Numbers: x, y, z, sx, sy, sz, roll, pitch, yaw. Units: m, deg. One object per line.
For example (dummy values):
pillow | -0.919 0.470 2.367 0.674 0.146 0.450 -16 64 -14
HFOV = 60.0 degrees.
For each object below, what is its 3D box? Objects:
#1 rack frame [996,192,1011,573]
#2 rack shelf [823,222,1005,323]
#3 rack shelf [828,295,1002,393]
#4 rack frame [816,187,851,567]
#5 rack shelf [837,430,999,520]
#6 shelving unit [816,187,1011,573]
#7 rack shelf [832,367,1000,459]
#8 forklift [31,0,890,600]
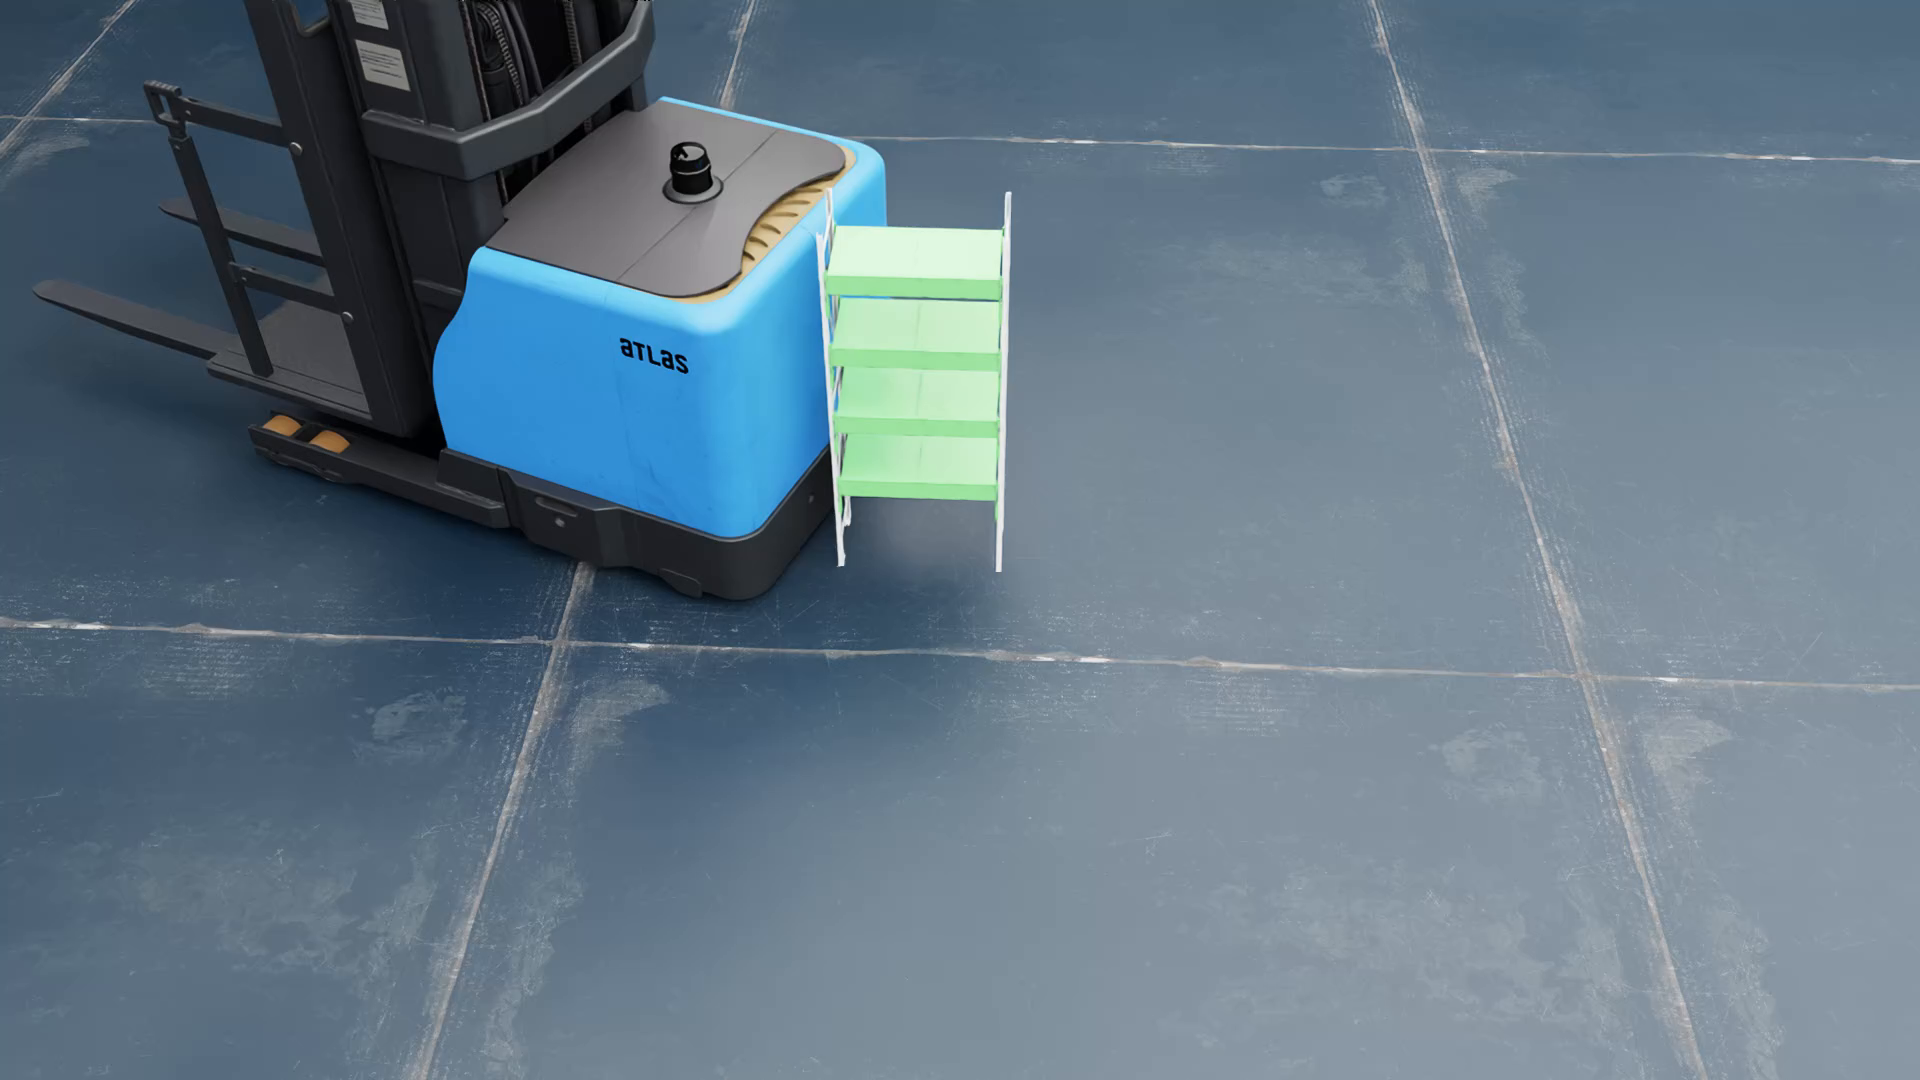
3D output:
rack frame | 0.125 -0.420 4.820 0.015 1.200 0.240 2 43 2
rack shelf | -0.119 -0.733 4.546 0.480 0.148 0.258 2 43 2
rack shelf | -0.119 -0.557 4.710 0.480 0.148 0.258 2 43 2
rack frame | -0.362 -0.437 4.839 0.015 1.200 0.240 2 43 2
rack shelf | -0.119 -0.206 5.037 0.480 0.148 0.258 2 43 2
shelving unit | -0.119 -0.428 4.830 0.503 1.200 0.258 2 43 2
rack shelf | -0.119 -0.382 4.873 0.480 0.148 0.258 2 43 2
forklift | -1.768 -1.572 4.787 3.031 2.935 1.130 17 46 18
